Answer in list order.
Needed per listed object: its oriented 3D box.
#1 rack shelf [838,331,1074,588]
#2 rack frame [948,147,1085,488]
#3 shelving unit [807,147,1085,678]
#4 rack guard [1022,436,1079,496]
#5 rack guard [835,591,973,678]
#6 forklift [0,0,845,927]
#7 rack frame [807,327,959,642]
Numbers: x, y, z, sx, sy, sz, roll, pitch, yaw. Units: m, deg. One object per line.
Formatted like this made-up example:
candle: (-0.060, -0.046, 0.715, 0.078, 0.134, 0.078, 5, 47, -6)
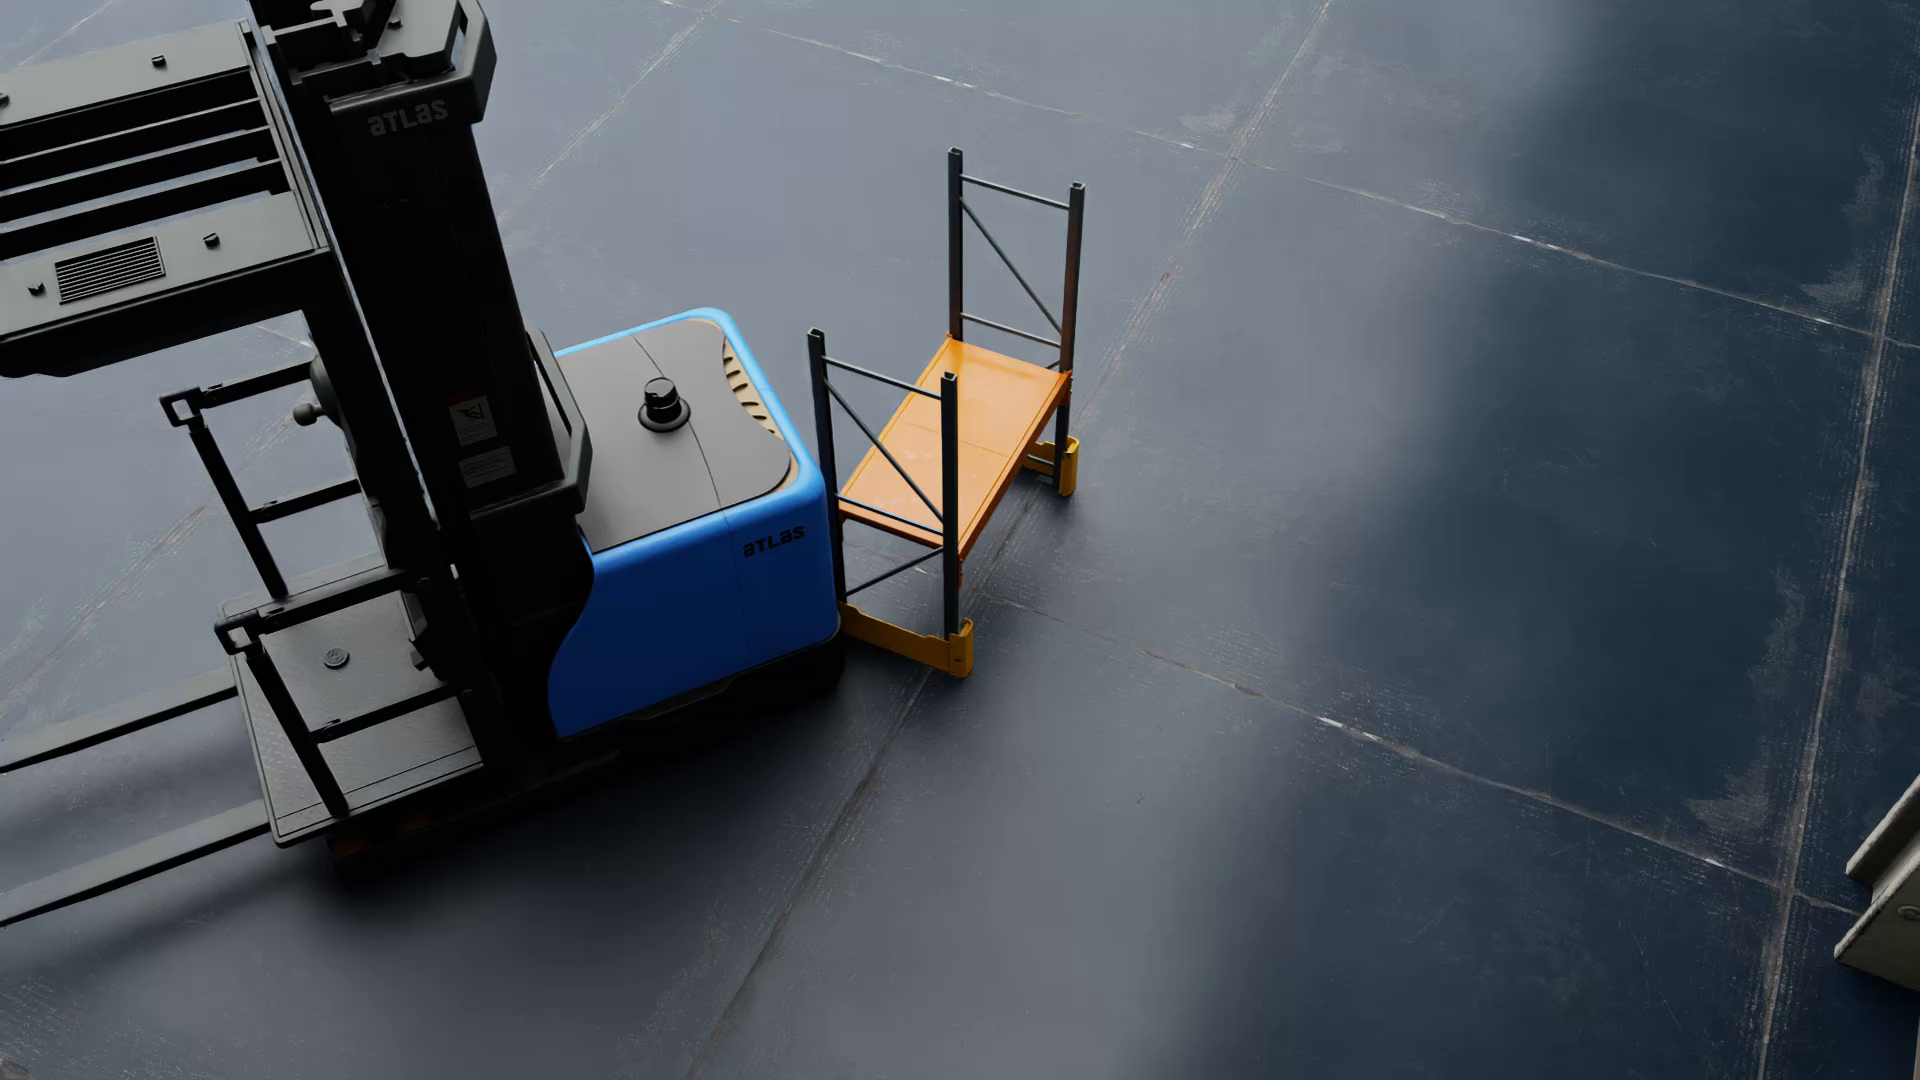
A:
rack shelf: (-0.023, -0.317, 6.085, 0.538, 0.185, 1.000, 20, 52, 16)
rack frame: (0.192, -0.784, 6.247, 0.500, 1.500, 0.032, 20, 52, 16)
shelving unit: (-0.020, -0.440, 5.954, 0.587, 1.500, 1.083, 20, 52, 16)
rack guard: (0.192, -0.378, 6.722, 0.587, 0.250, 0.087, 20, 52, 16)
rack guard: (-0.229, 0.309, 6.137, 0.587, 0.250, 0.087, 20, 52, 16)
forklift: (-1.977, -0.279, 4.878, 3.031, 2.935, 1.130, -20, 53, -16)
rack frame: (-0.239, -0.083, 5.650, 0.500, 1.500, 0.032, 20, 52, 16)
